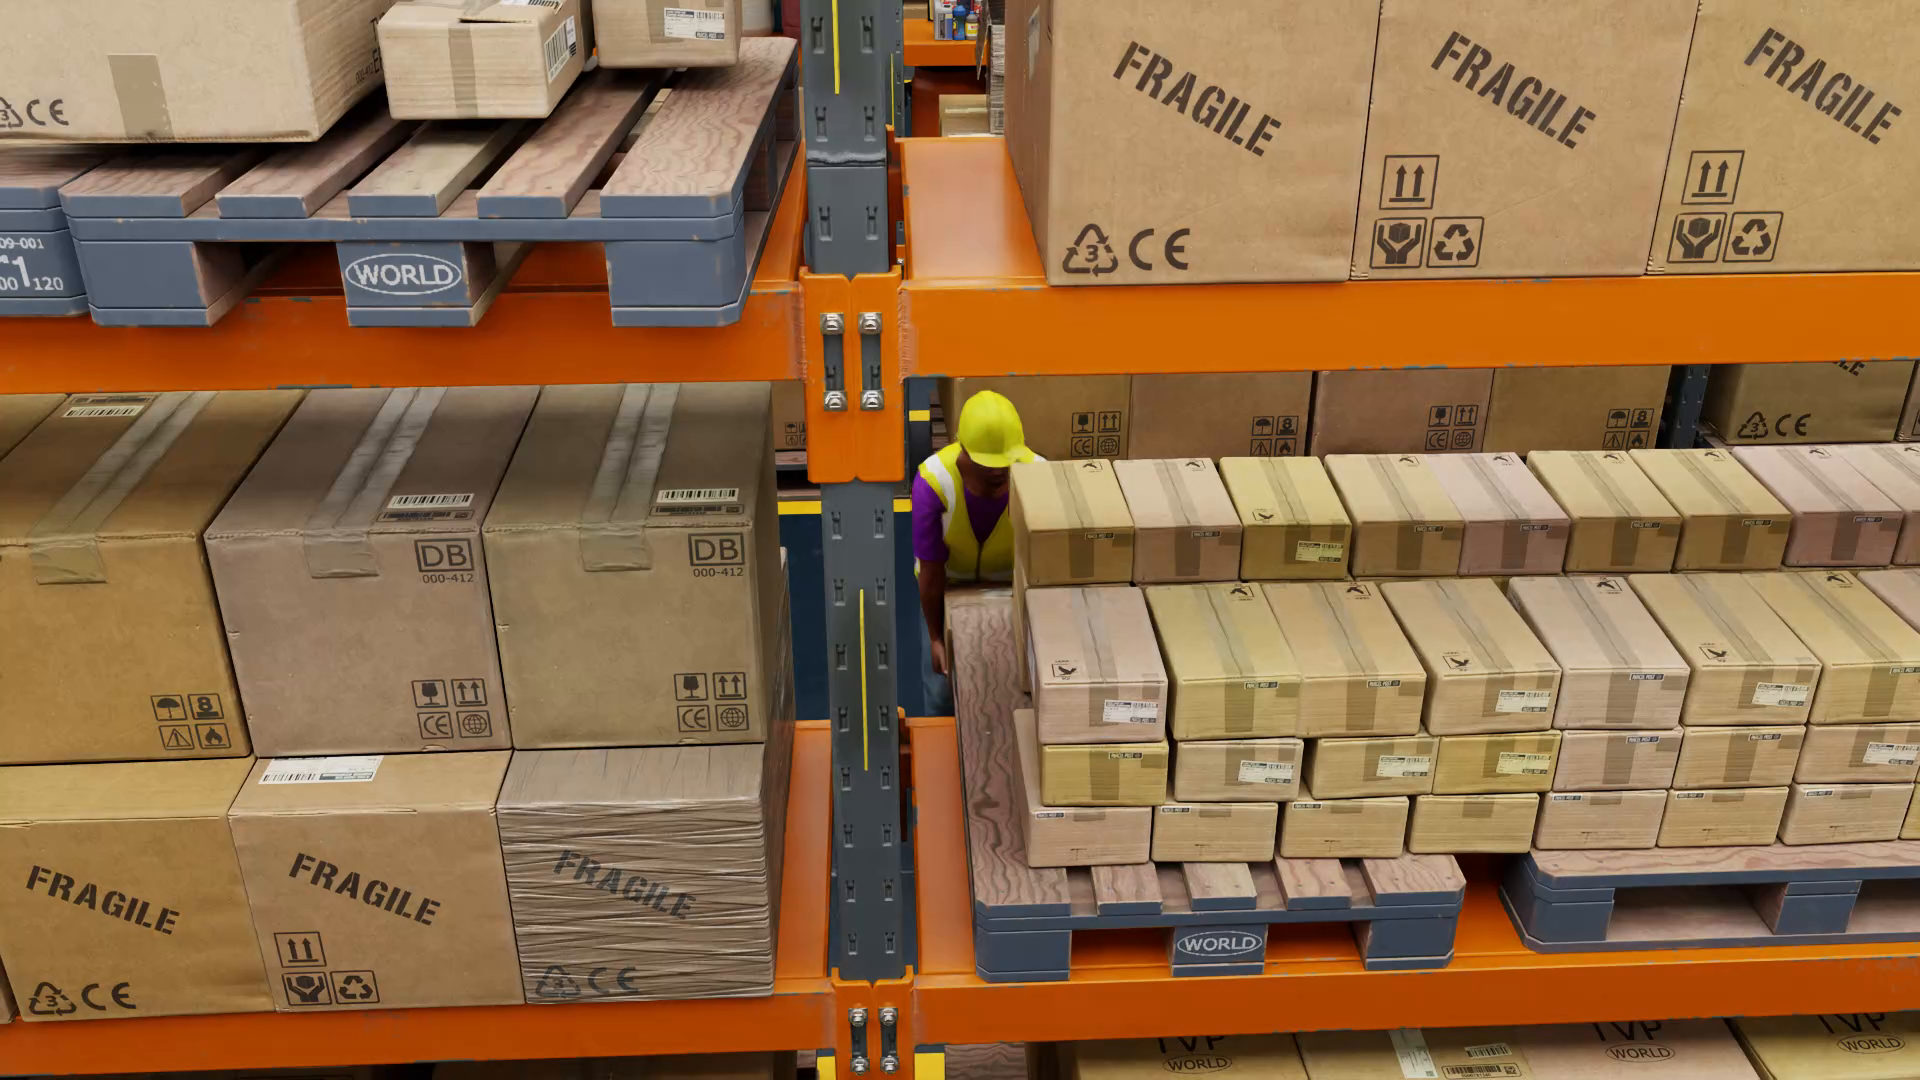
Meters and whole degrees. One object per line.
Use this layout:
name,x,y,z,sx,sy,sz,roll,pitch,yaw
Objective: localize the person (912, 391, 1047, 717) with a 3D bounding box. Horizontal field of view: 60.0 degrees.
person,0.082,0.226,5.733,0.488,1.695,0.633,-2,27,-4
